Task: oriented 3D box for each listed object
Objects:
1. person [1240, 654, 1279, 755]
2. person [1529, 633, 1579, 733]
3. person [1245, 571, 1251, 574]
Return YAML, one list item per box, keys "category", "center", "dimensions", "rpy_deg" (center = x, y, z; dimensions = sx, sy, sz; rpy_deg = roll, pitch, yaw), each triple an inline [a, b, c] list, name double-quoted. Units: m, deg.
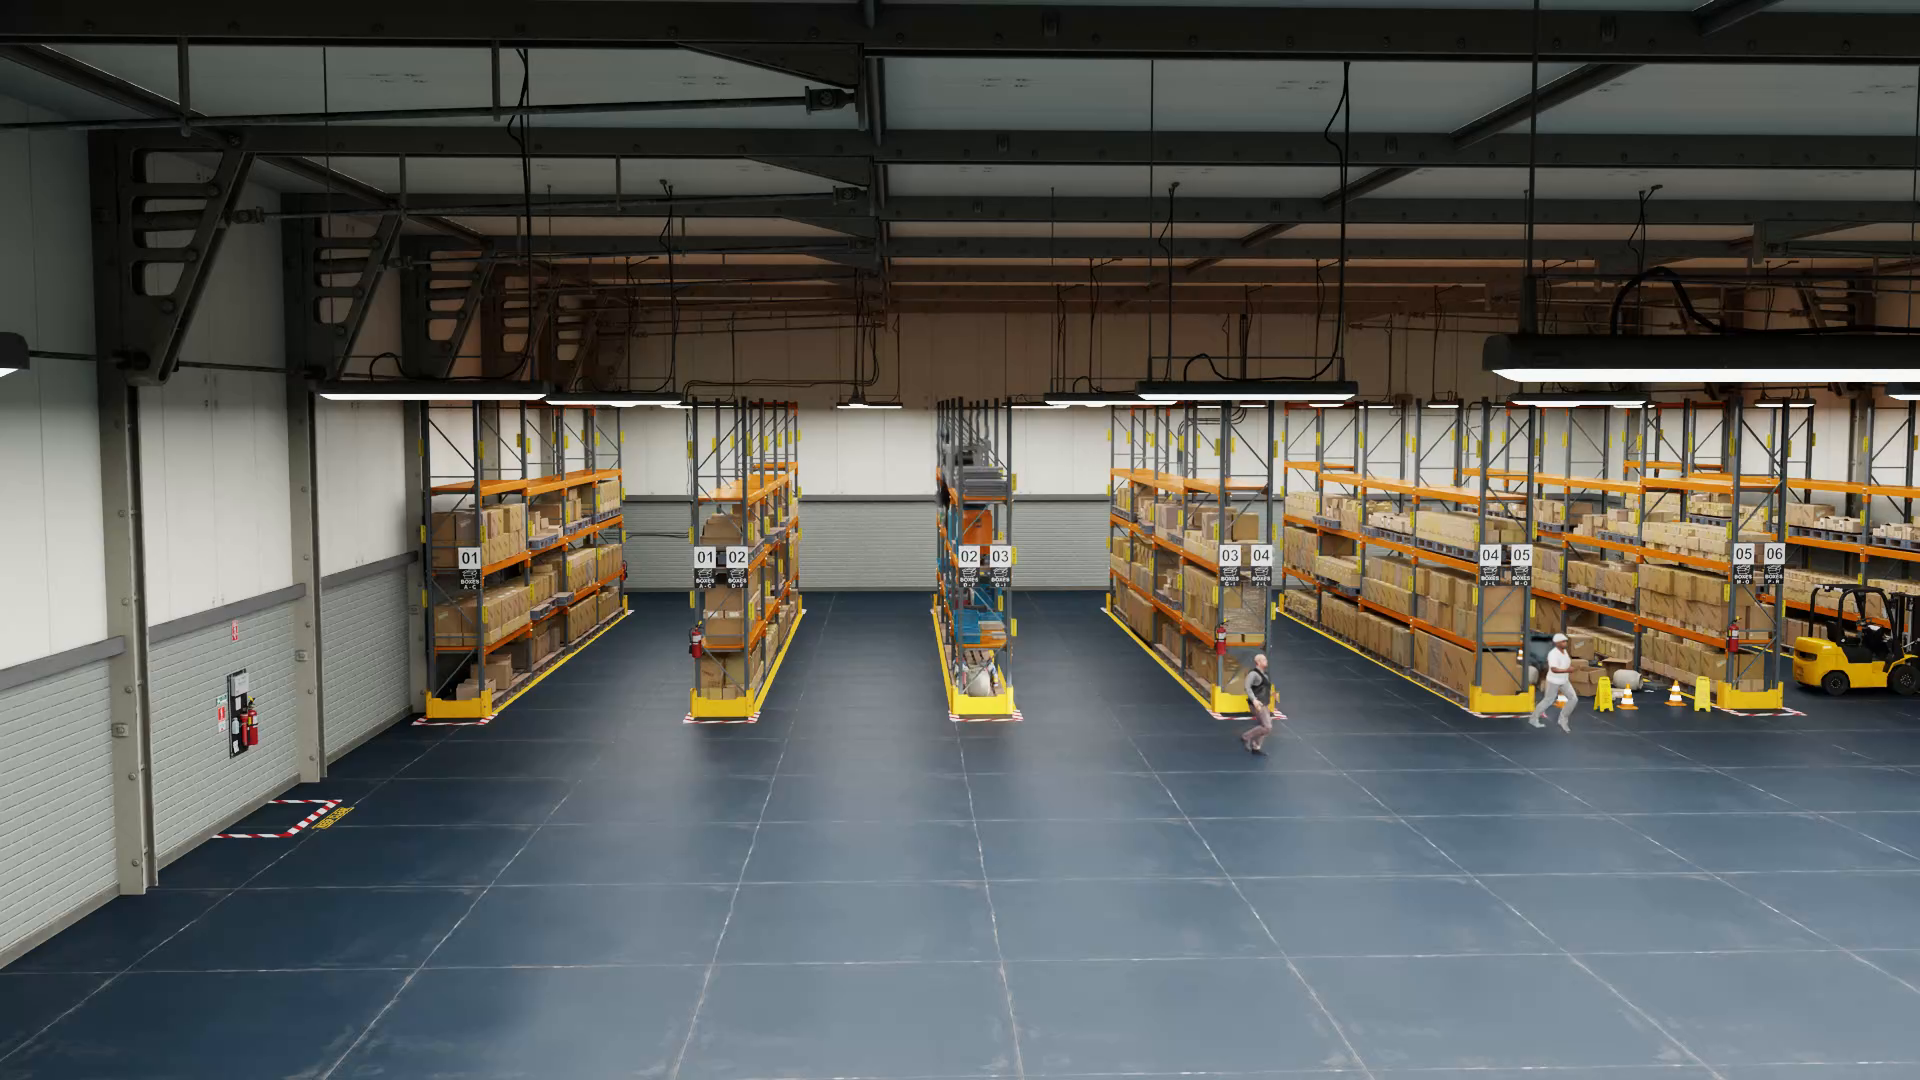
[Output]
- category: "person"
  center: [4.995, 2.744, 27.726]
  dimensions: [0.576, 1.692, 0.676]
  rpy_deg: [2, 5, 27]
- category: "person"
  center: [10.675, 2.552, 29.716]
  dimensions: [0.713, 1.796, 0.886]
  rpy_deg: [-4, 6, -42]
- category: "person"
  center: [7.988, 1.232, 46.622]
  dimensions: [0.743, 1.752, 0.980]
  rpy_deg: [1, 4, 7]
